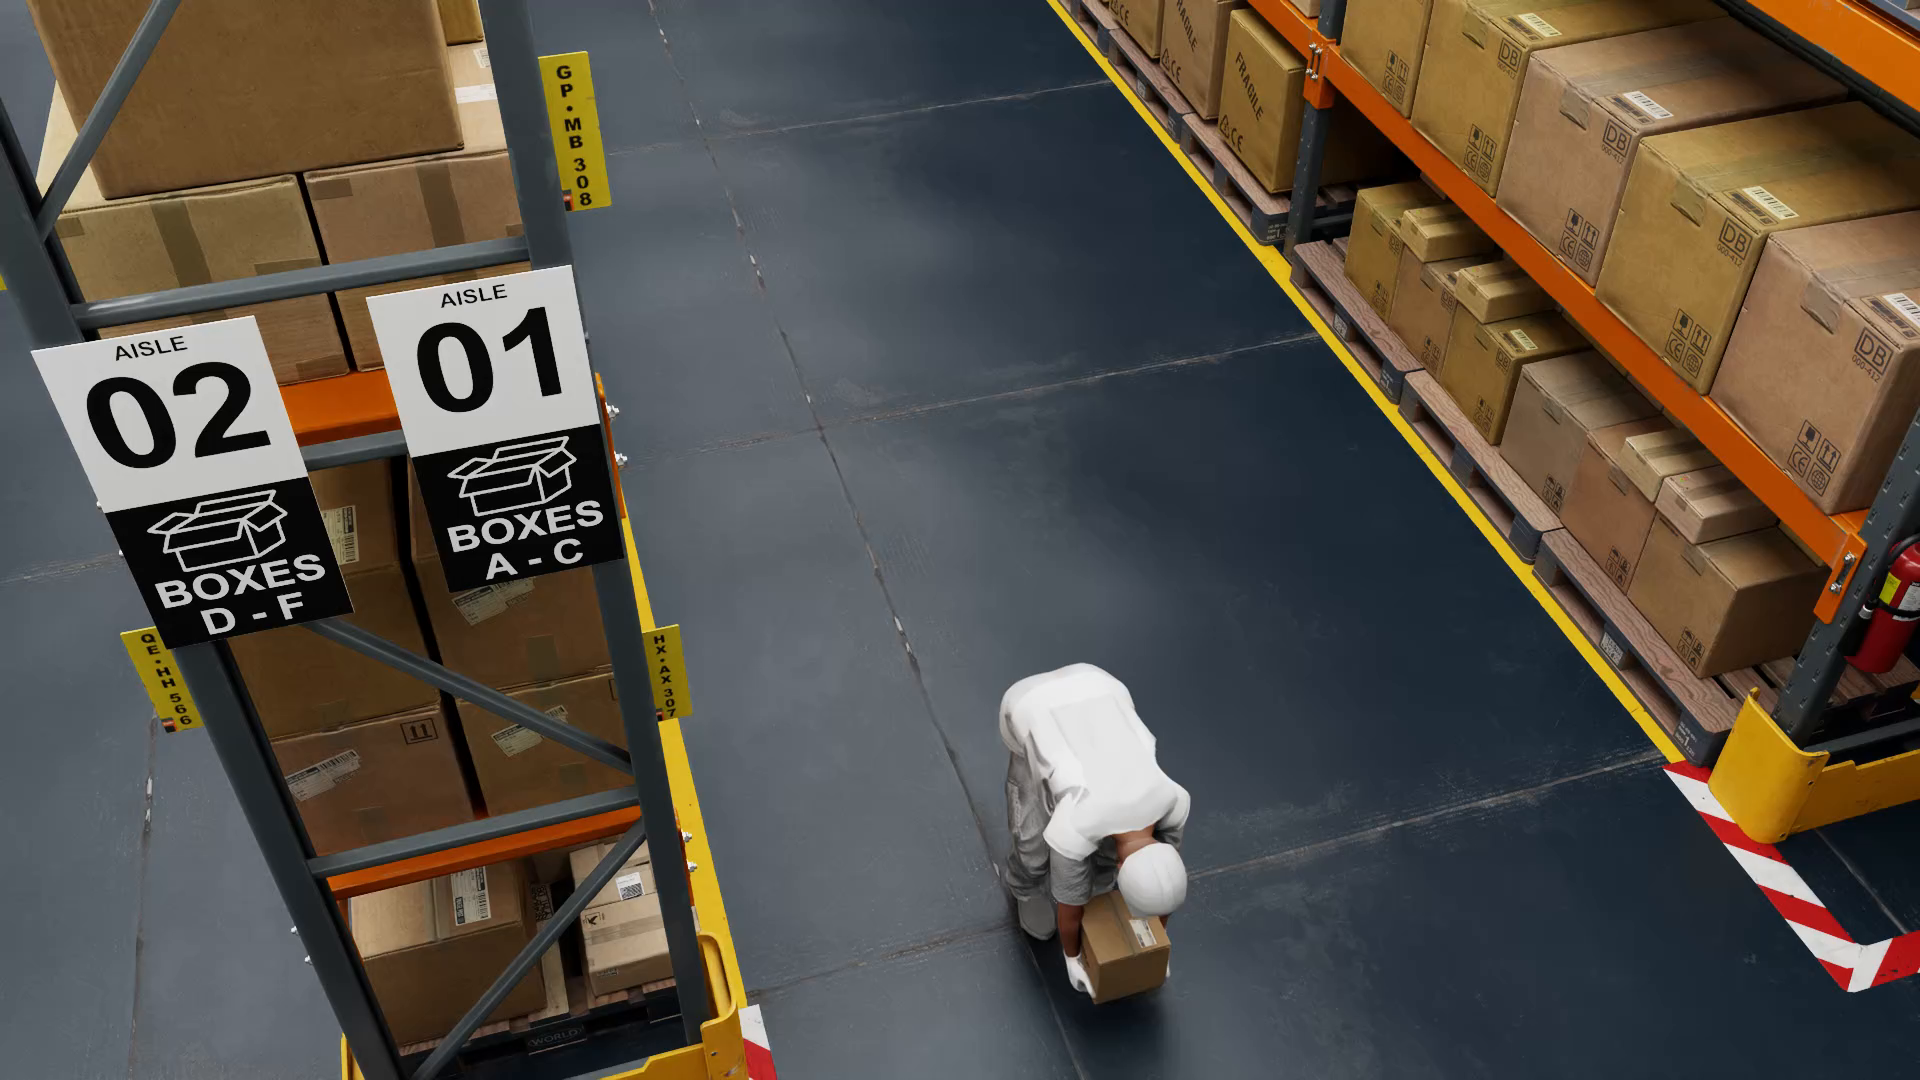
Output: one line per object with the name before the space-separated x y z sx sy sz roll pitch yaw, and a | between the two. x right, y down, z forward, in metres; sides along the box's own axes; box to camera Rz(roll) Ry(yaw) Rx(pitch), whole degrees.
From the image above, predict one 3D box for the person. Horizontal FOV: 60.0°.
person | 0.459 1.028 5.533 0.513 1.063 0.990 -14 44 -15
